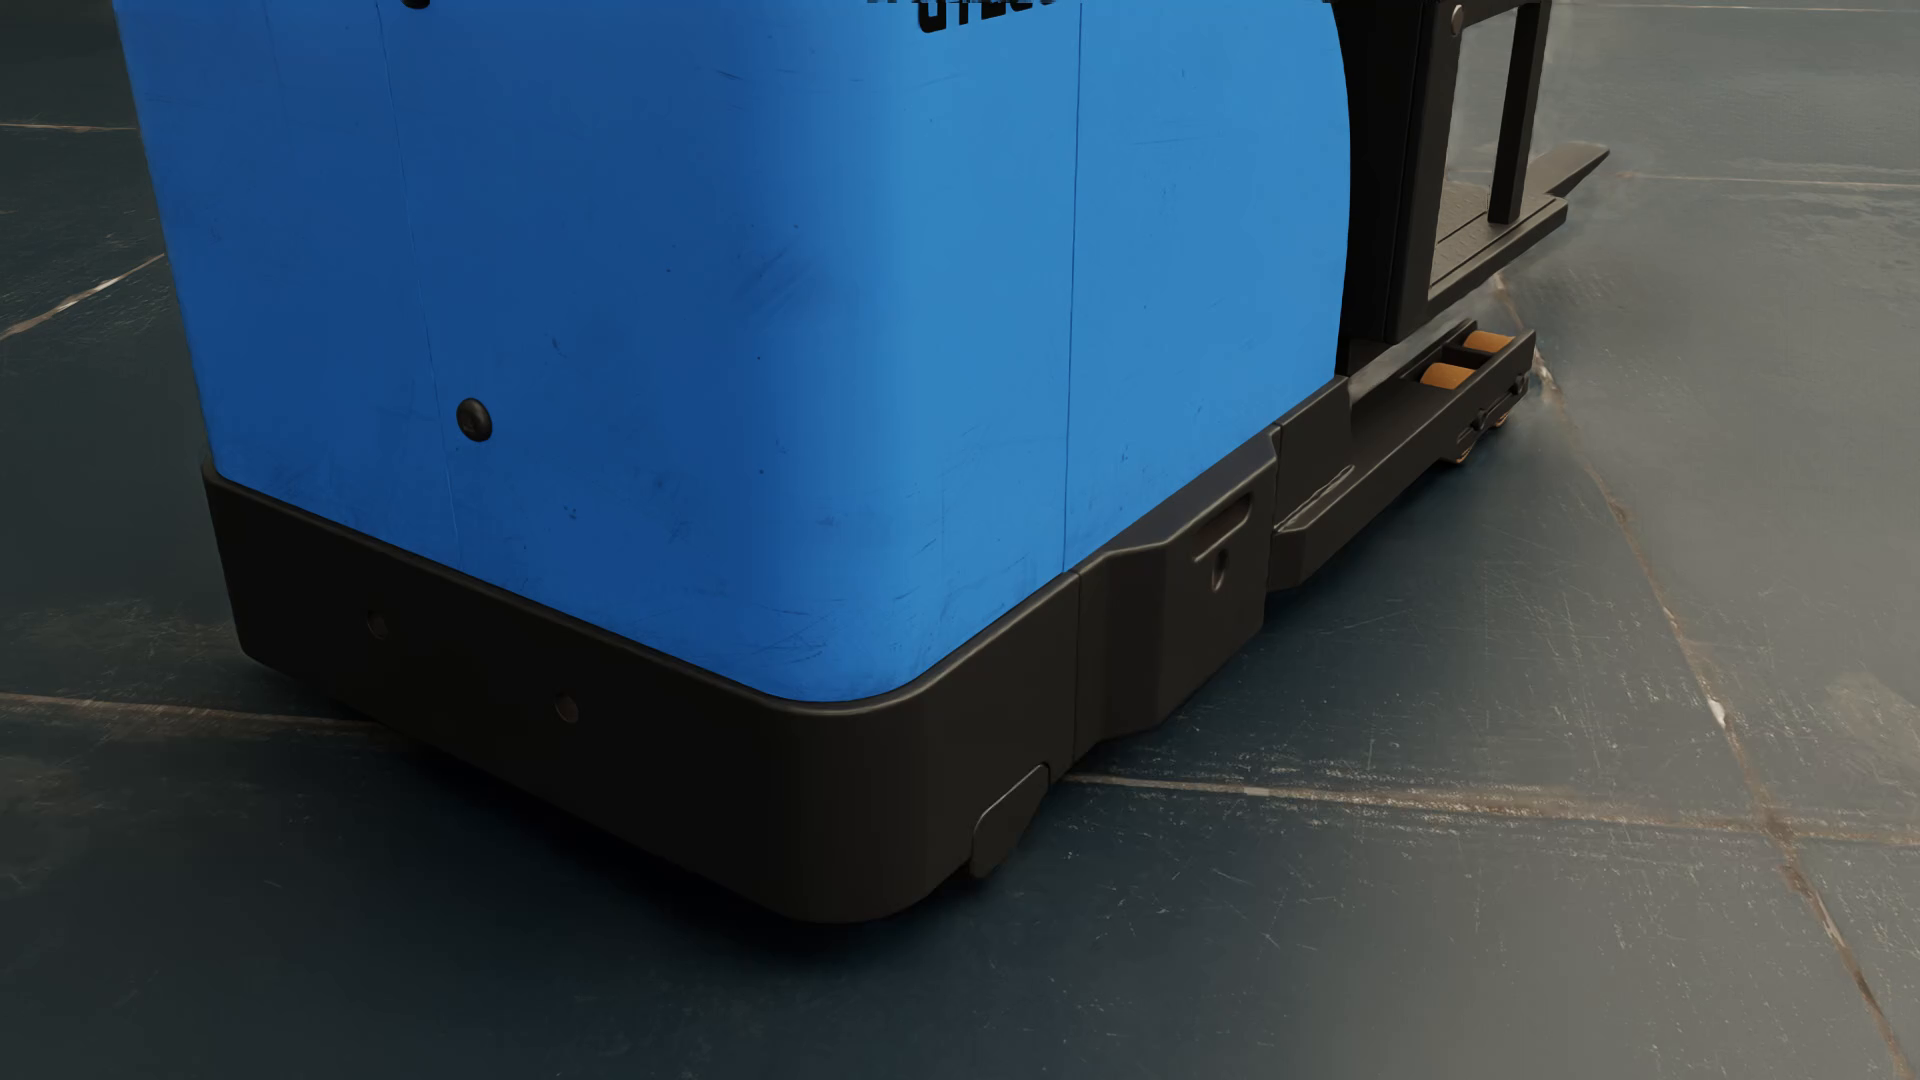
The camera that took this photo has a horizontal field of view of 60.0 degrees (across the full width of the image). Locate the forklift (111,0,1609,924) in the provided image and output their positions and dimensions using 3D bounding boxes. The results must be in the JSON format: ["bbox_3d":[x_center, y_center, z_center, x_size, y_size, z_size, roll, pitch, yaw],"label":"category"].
[{"bbox_3d":[0.343,-1.547,2.318,1.130,2.935,3.031,17,31,31],"label":"forklift"}]
